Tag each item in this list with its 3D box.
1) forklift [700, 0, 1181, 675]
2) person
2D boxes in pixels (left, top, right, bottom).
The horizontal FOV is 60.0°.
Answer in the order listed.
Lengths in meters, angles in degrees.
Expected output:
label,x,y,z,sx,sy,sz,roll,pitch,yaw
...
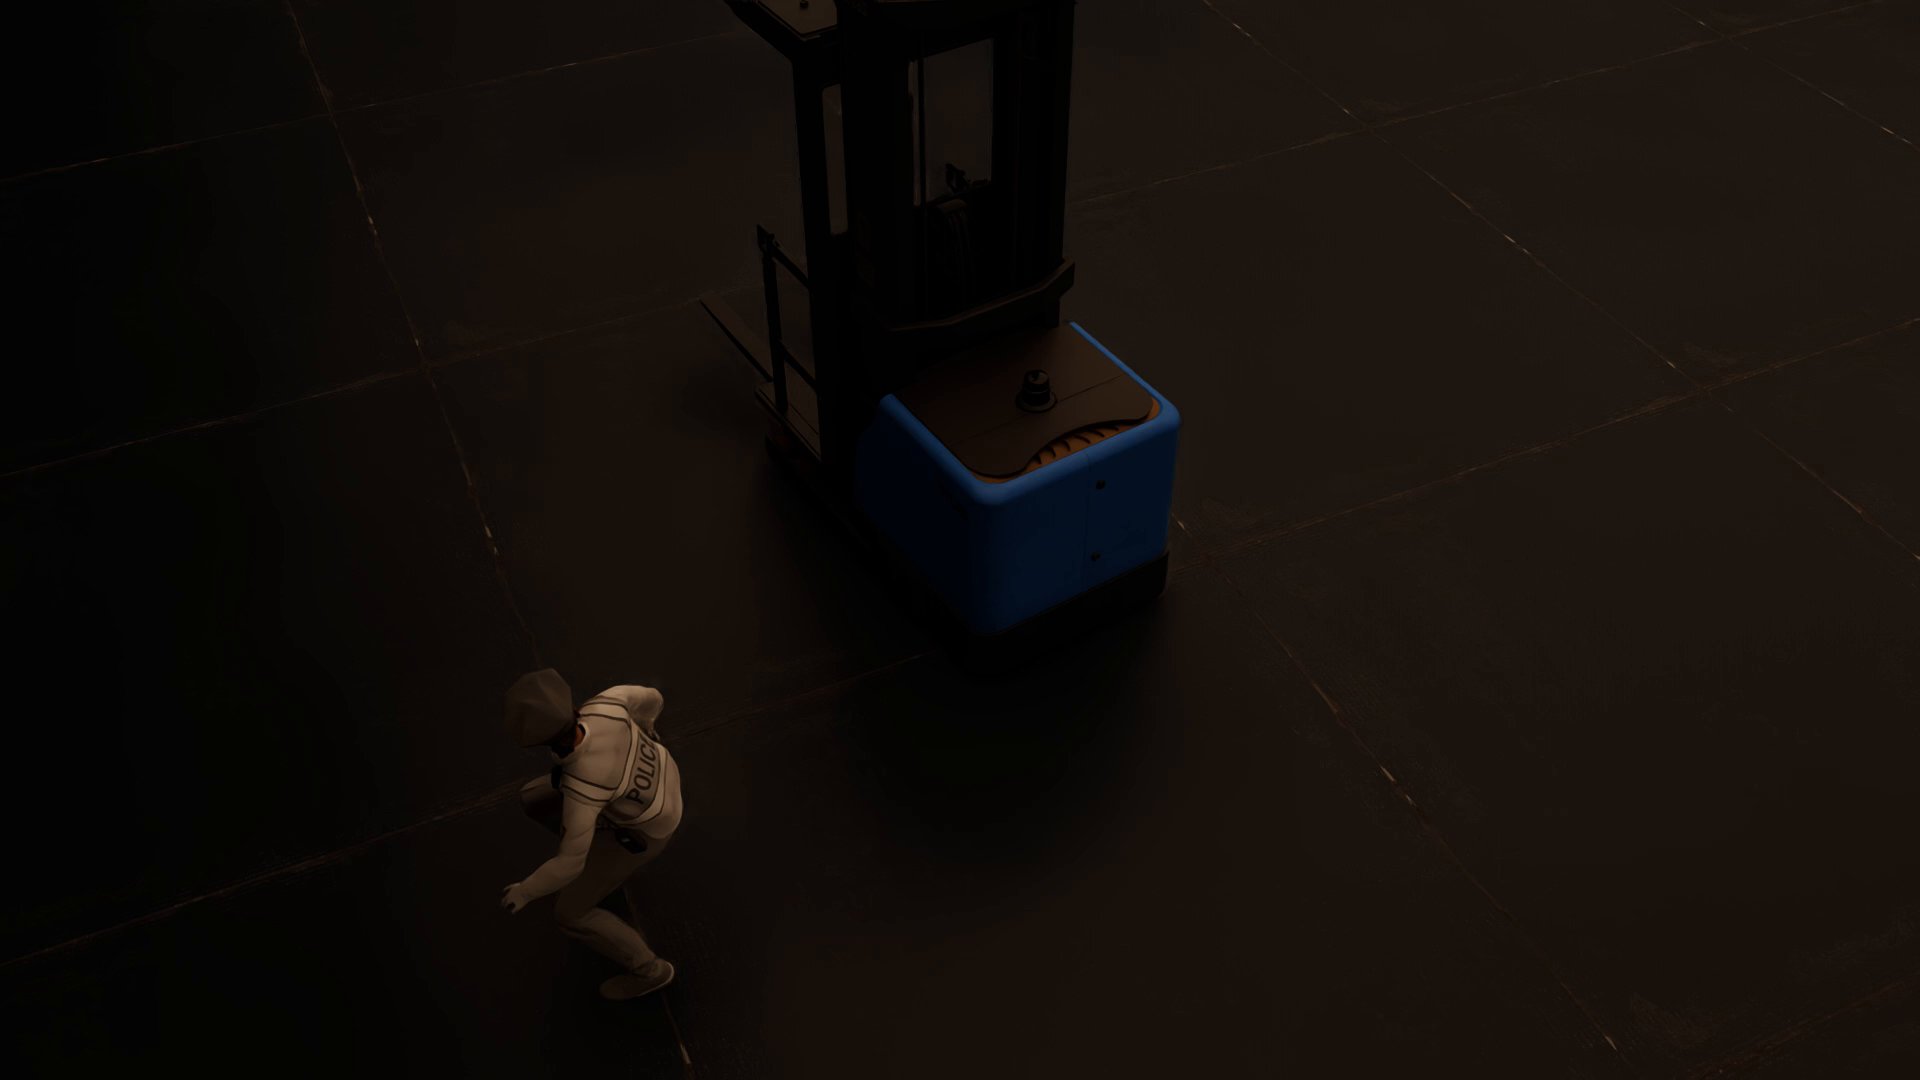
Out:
label,x,y,z,sx,sy,sz,roll,pitch,yaw
forklift,-0.294,-1.476,7.262,1.130,2.935,3.031,-24,48,-23
person,-1.290,0.932,5.808,0.633,1.456,0.740,-4,43,-4
